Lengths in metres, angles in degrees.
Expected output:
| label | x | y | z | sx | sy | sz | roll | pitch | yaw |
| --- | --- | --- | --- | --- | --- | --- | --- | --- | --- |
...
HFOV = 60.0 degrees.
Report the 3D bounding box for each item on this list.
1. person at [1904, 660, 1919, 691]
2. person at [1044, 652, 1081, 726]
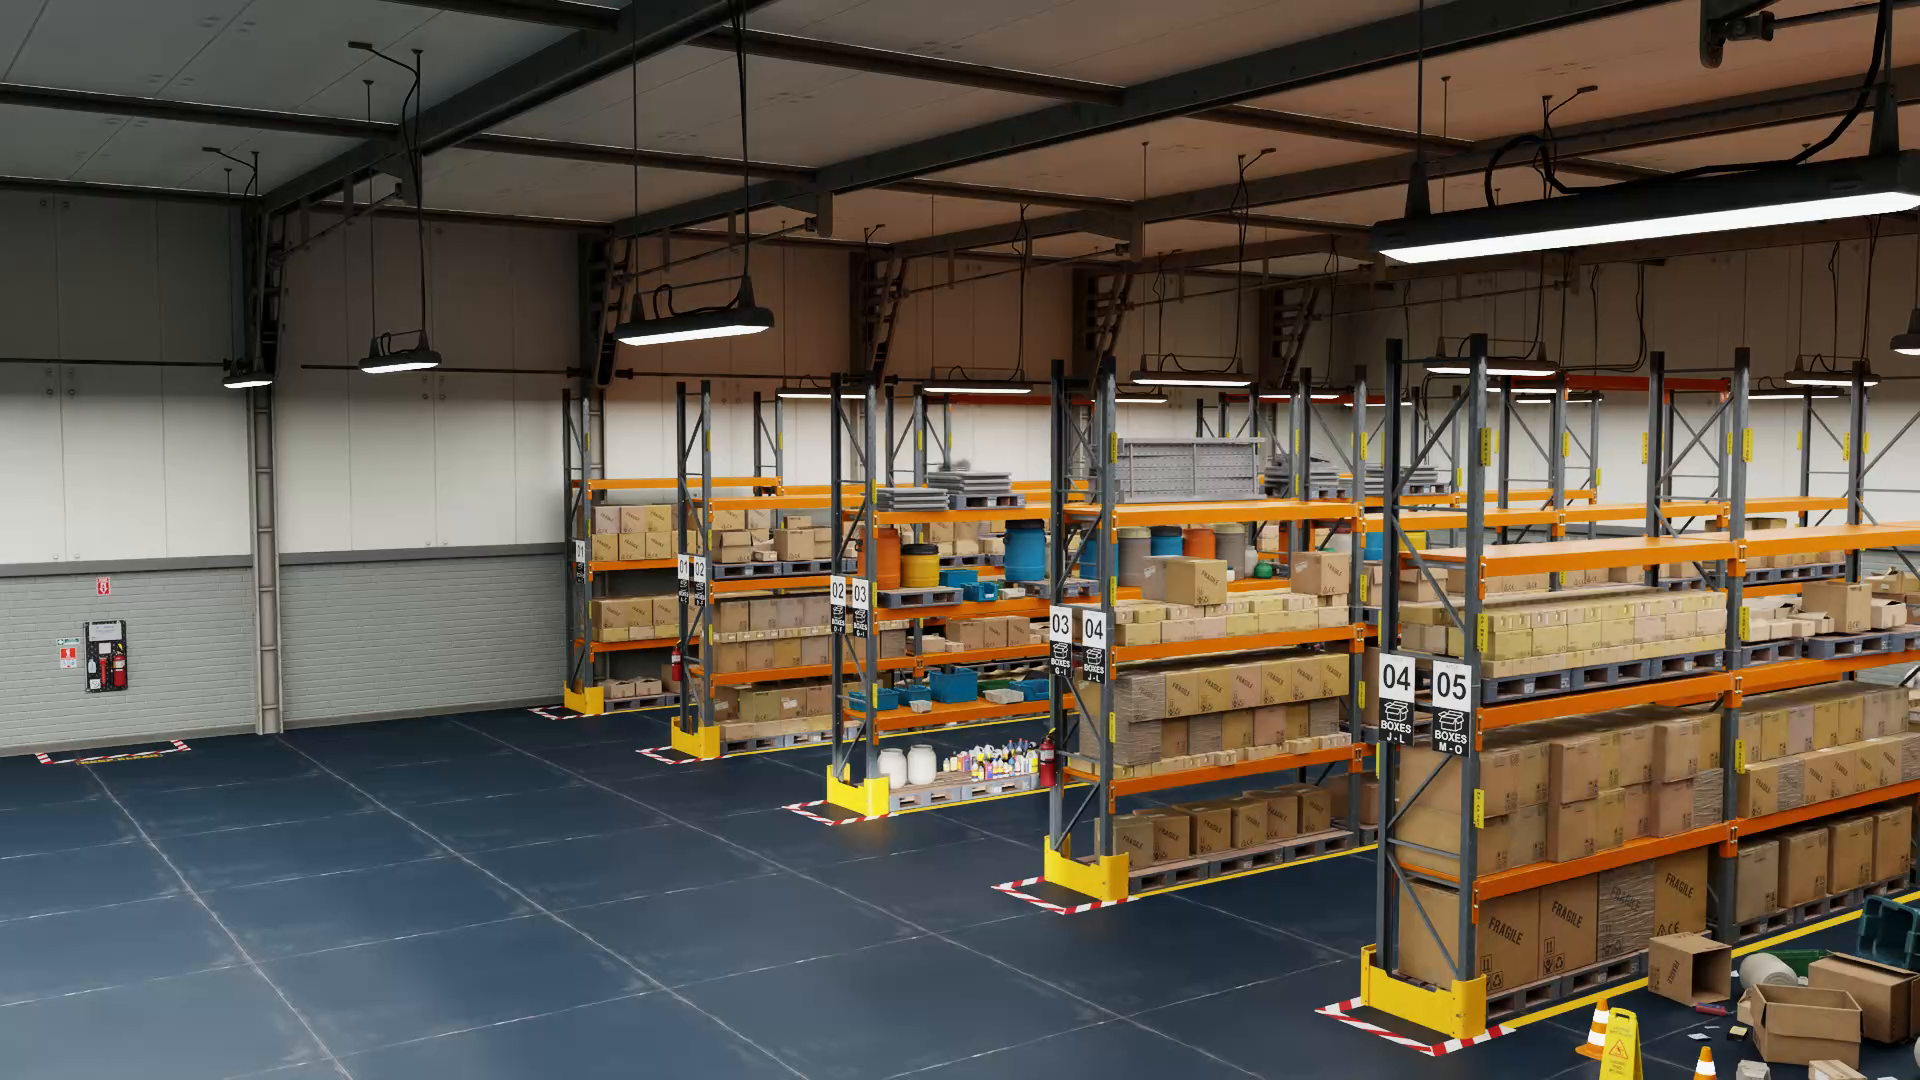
| label | x | y | z | sx | sy | sz | roll | pitch | yaw |
| --- | --- | --- | --- | --- | --- | --- | --- | --- | --- |
| person | 15.440 | 2.622 | 26.479 | 0.731 | 1.709 | 0.611 | 1 | 4 | 19 |
| person | 1.801 | 2.267 | 27.960 | 0.875 | 1.785 | 0.653 | -3 | 4 | -34 |
